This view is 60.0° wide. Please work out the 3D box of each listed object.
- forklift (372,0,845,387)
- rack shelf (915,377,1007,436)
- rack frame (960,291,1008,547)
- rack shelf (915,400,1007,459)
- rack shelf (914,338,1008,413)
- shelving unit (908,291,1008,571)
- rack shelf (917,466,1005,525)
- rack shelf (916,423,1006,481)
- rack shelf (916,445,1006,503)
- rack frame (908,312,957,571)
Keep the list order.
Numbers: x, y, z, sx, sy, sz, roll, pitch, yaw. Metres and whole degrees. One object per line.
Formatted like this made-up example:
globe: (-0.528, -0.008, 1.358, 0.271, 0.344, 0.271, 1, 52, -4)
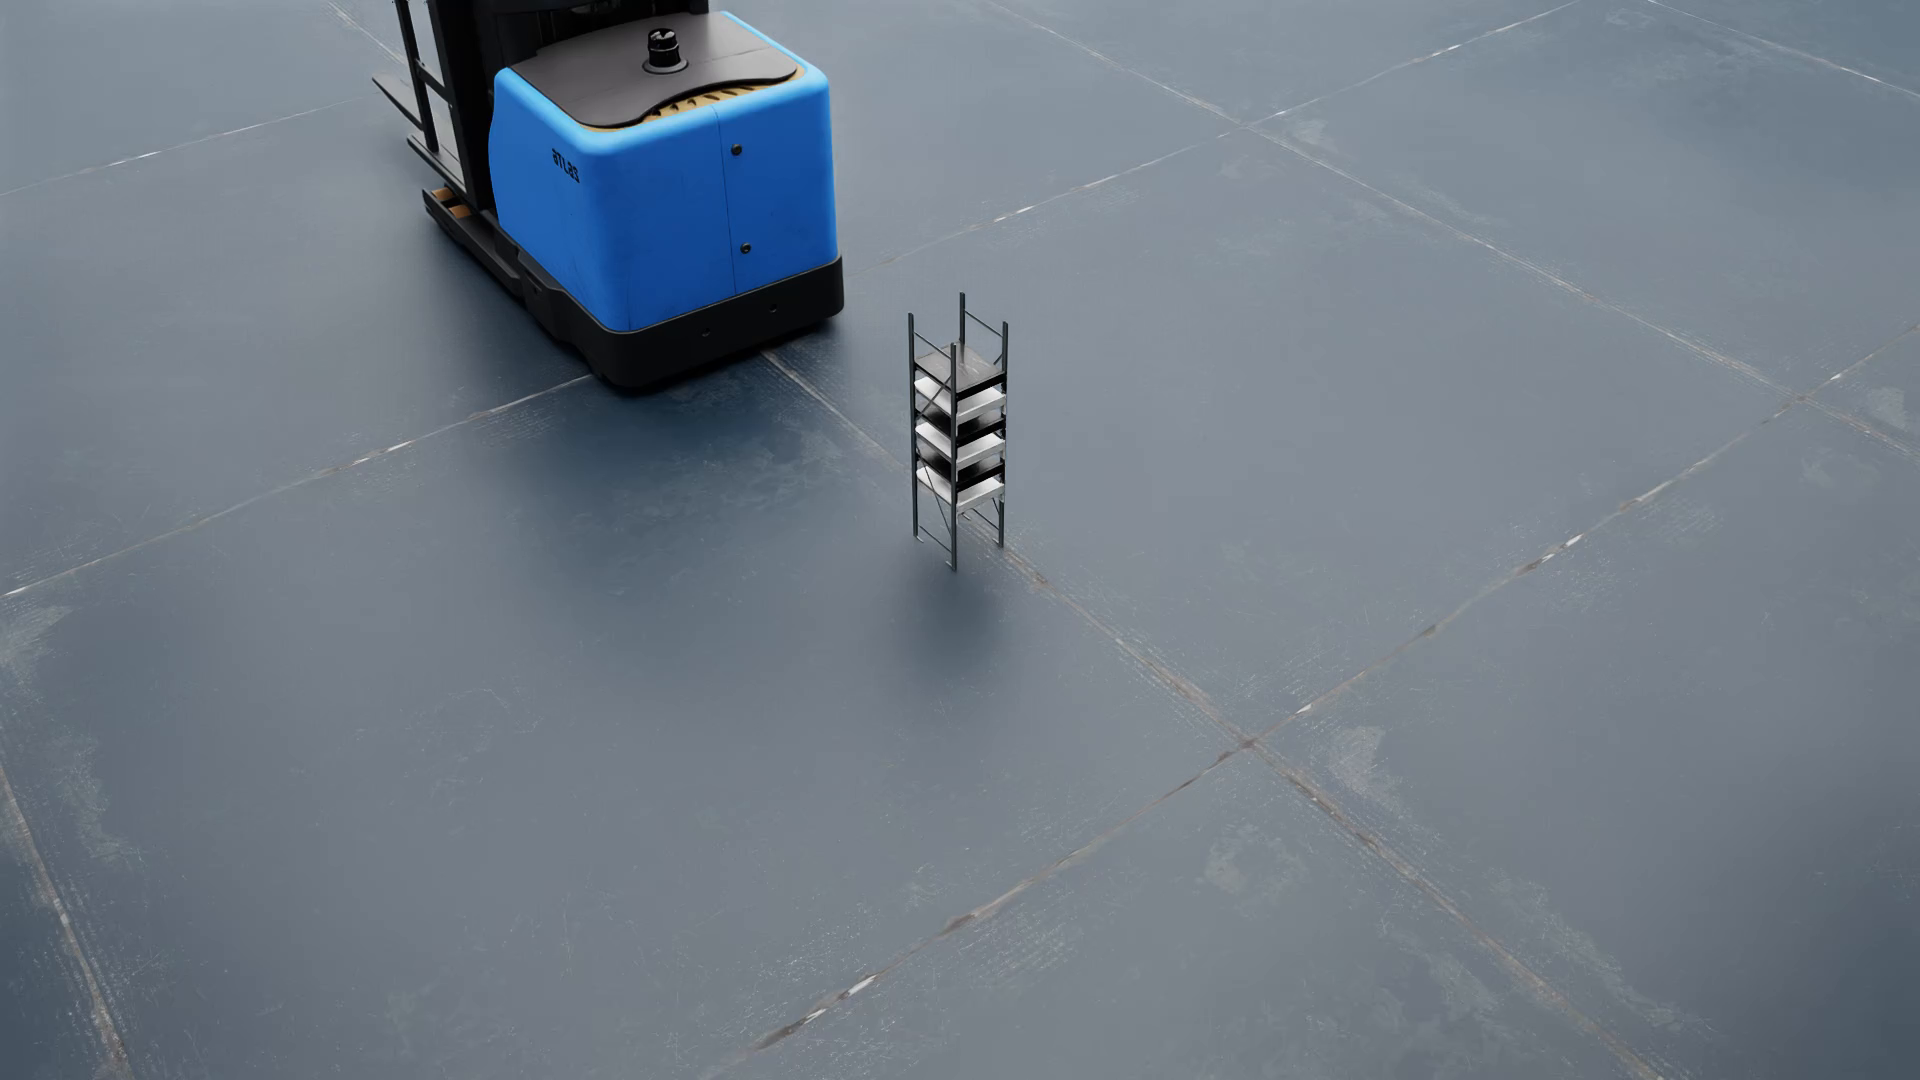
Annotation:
forklift: (-1.743, -2.607, 6.618, 1.130, 2.935, 3.031, -25, 45, -27)
rack shelf: (-0.006, -0.458, 5.368, 0.200, 0.077, 0.258, -26, 46, -28)
rack frame: (0.074, -0.384, 5.509, 0.006, 0.900, 0.240, -26, 46, -28)
rack shelf: (-0.006, -0.389, 5.425, 0.200, 0.077, 0.258, -26, 46, -28)
rack shelf: (-0.006, -0.528, 5.311, 0.200, 0.077, 0.258, -26, 46, -28)
shelving unit: (-0.006, -0.345, 5.461, 0.210, 0.900, 0.258, -26, 46, -28)
rack shelf: (-0.006, -0.180, 5.596, 0.200, 0.077, 0.258, -26, 46, -28)
rack shelf: (-0.006, -0.319, 5.482, 0.200, 0.077, 0.258, -26, 46, -28)
rack shelf: (-0.006, -0.249, 5.539, 0.200, 0.077, 0.258, -26, 46, -28)
rack frame: (-0.087, -0.305, 5.413, 0.006, 0.900, 0.240, -26, 46, -28)
